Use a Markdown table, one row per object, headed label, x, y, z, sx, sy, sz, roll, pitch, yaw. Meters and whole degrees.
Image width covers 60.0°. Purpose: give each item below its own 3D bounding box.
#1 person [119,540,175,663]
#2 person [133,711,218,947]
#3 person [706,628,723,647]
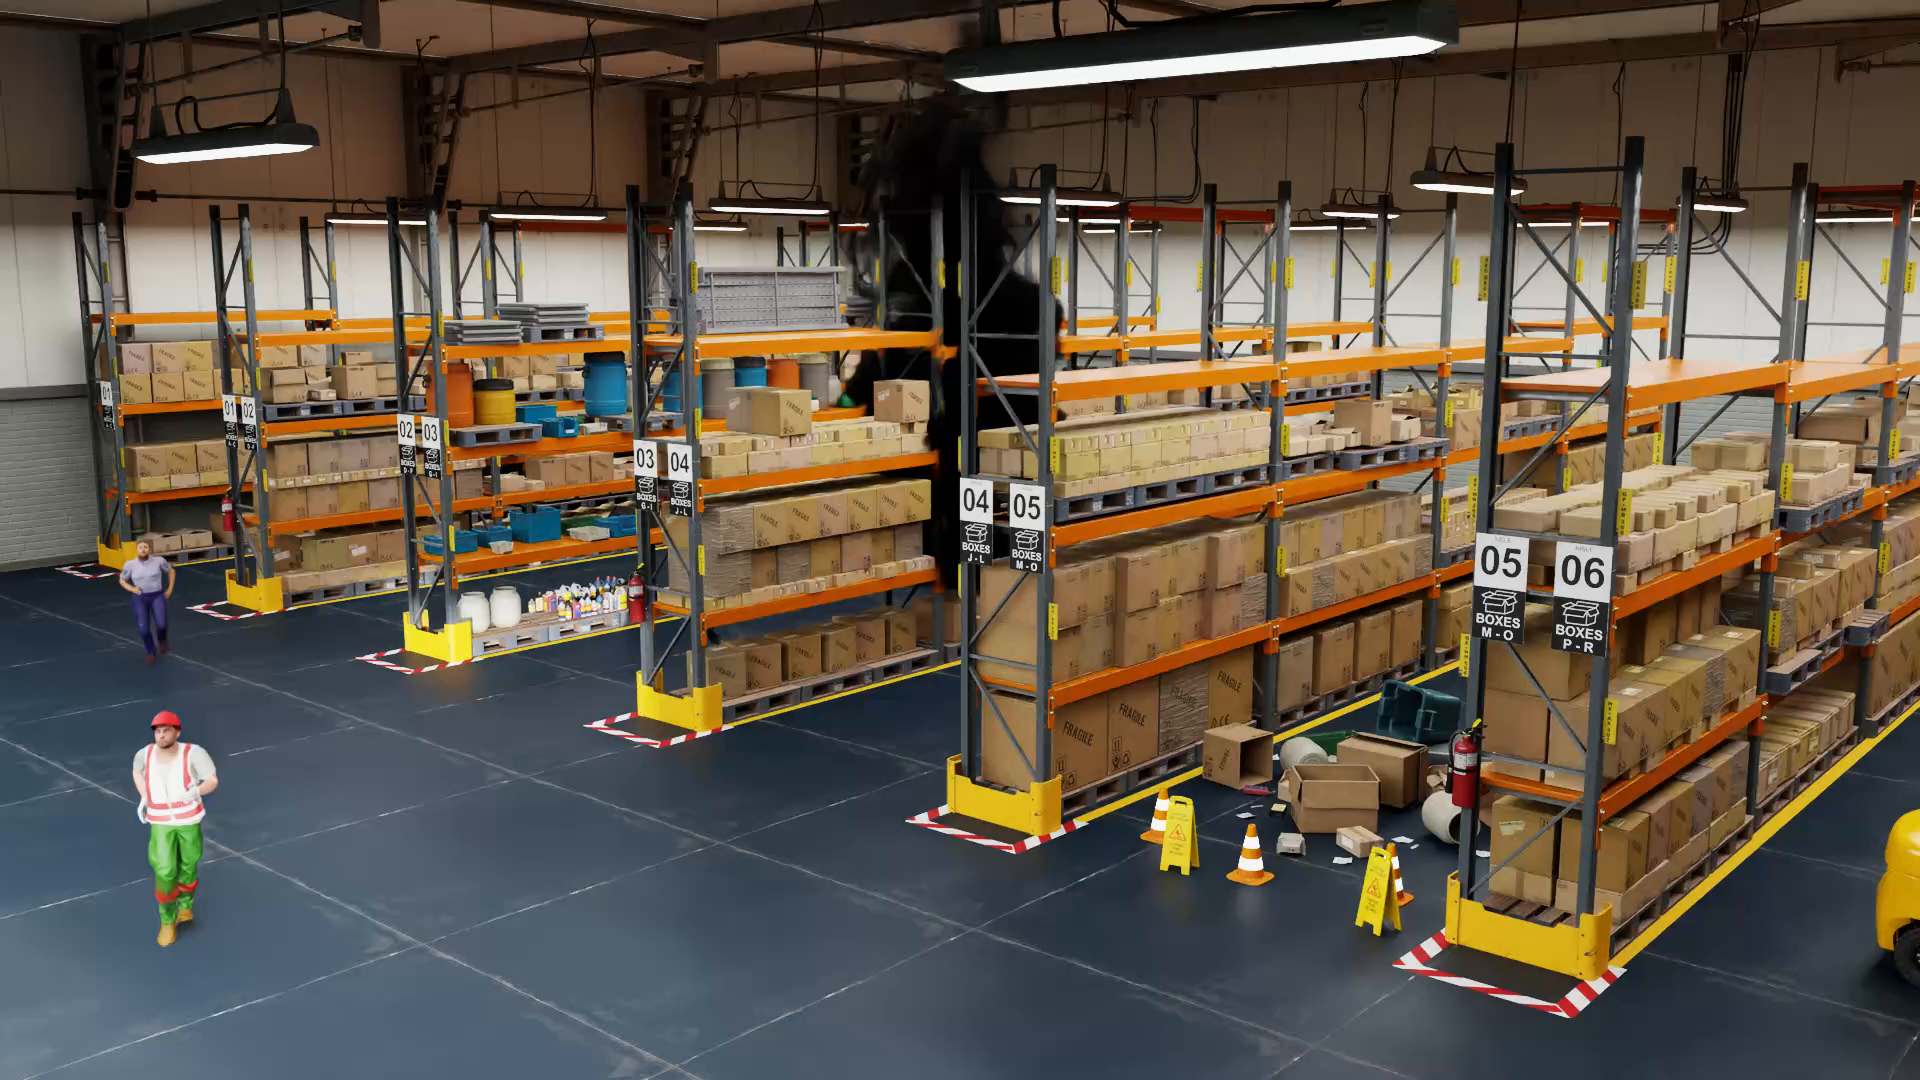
| label | x | y | z | sx | sy | sz | roll | pitch | yaw |
| --- | --- | --- | --- | --- | --- | --- | --- | --- | --- |
| person | -10.543 | 0.800 | 21.621 | 0.666 | 1.613 | 0.512 | -5 | 11 | -27 |
| person | -6.015 | 2.202 | 12.784 | 0.616 | 1.832 | 0.746 | -3 | 10 | -20 |
| person | -3.290 | 0.812 | 21.382 | 0.545 | 1.580 | 0.873 | 4 | 10 | 24 |
